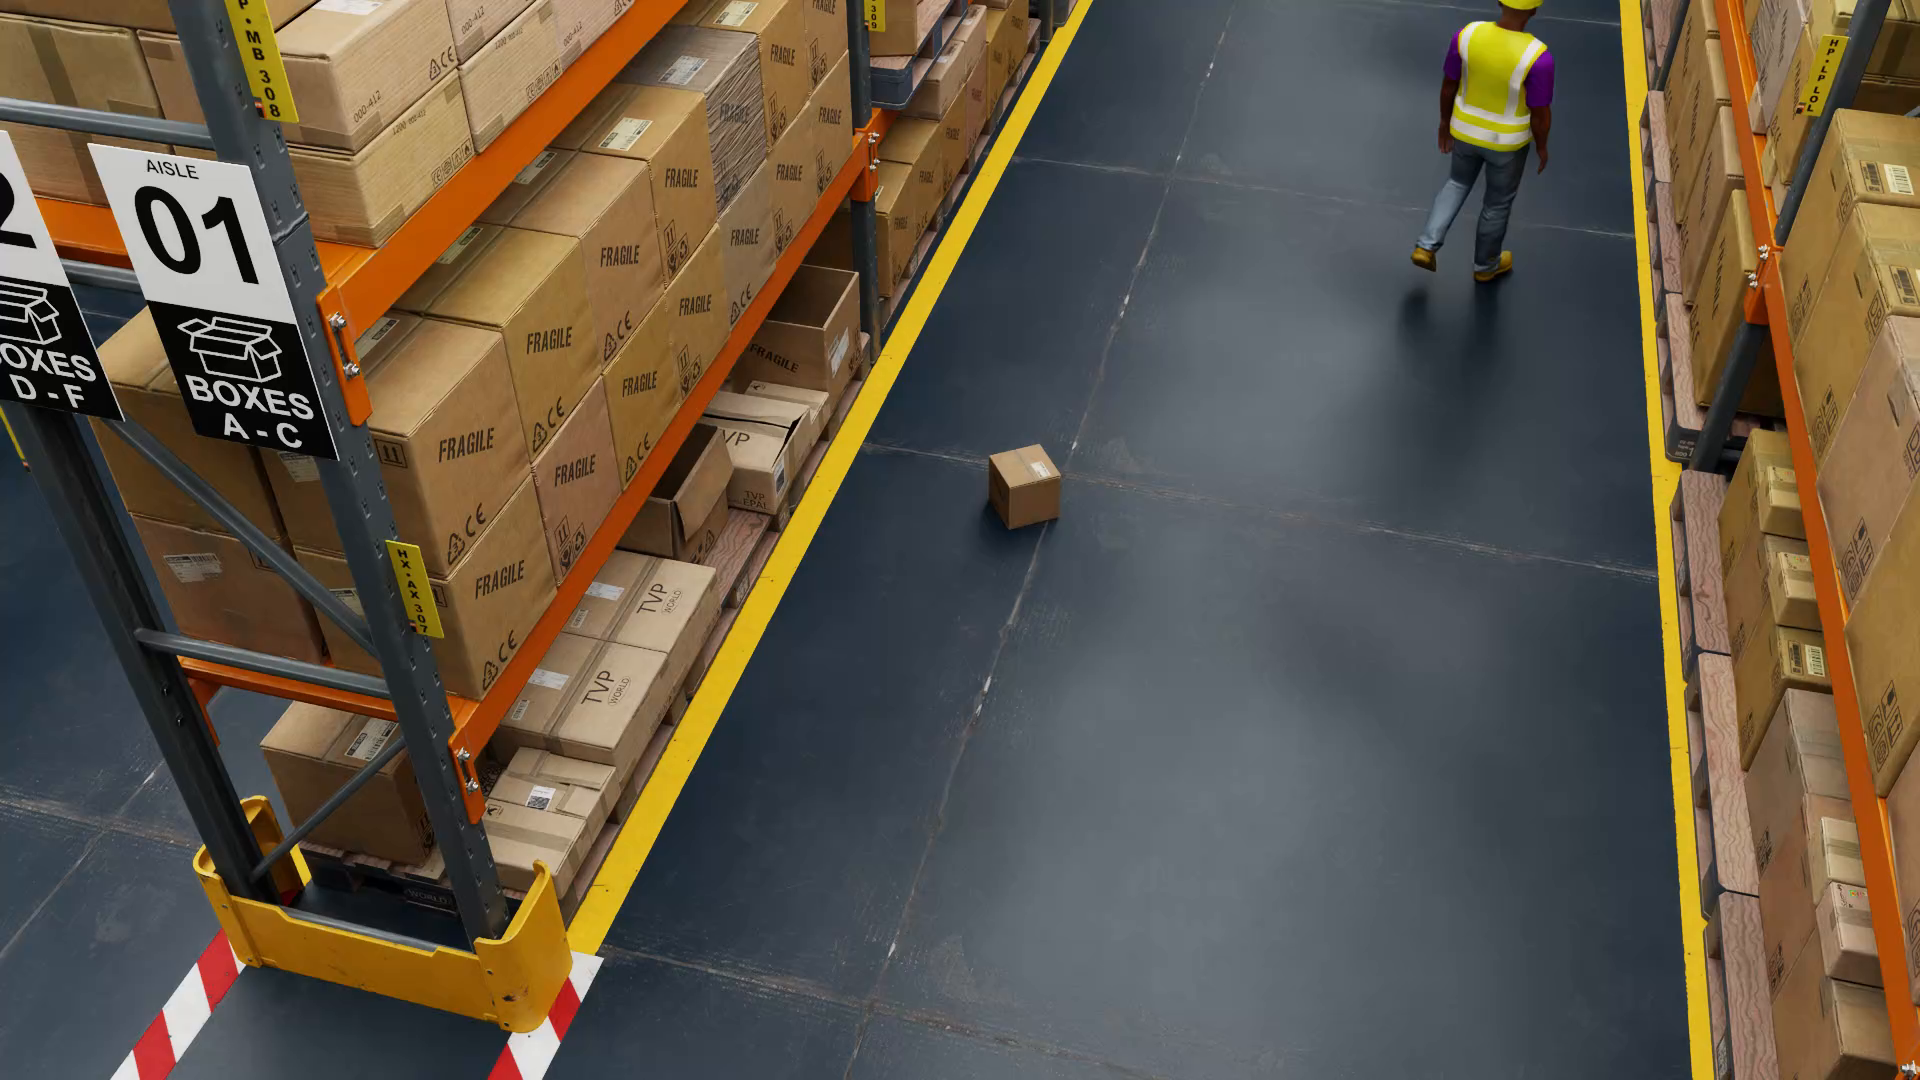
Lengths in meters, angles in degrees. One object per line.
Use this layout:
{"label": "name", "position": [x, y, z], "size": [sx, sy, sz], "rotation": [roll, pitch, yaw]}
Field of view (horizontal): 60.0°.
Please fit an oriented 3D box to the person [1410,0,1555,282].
{"label": "person", "position": [2.752, -2.102, 8.560], "size": [0.587, 1.757, 0.682], "rotation": [30, 49, 30]}
